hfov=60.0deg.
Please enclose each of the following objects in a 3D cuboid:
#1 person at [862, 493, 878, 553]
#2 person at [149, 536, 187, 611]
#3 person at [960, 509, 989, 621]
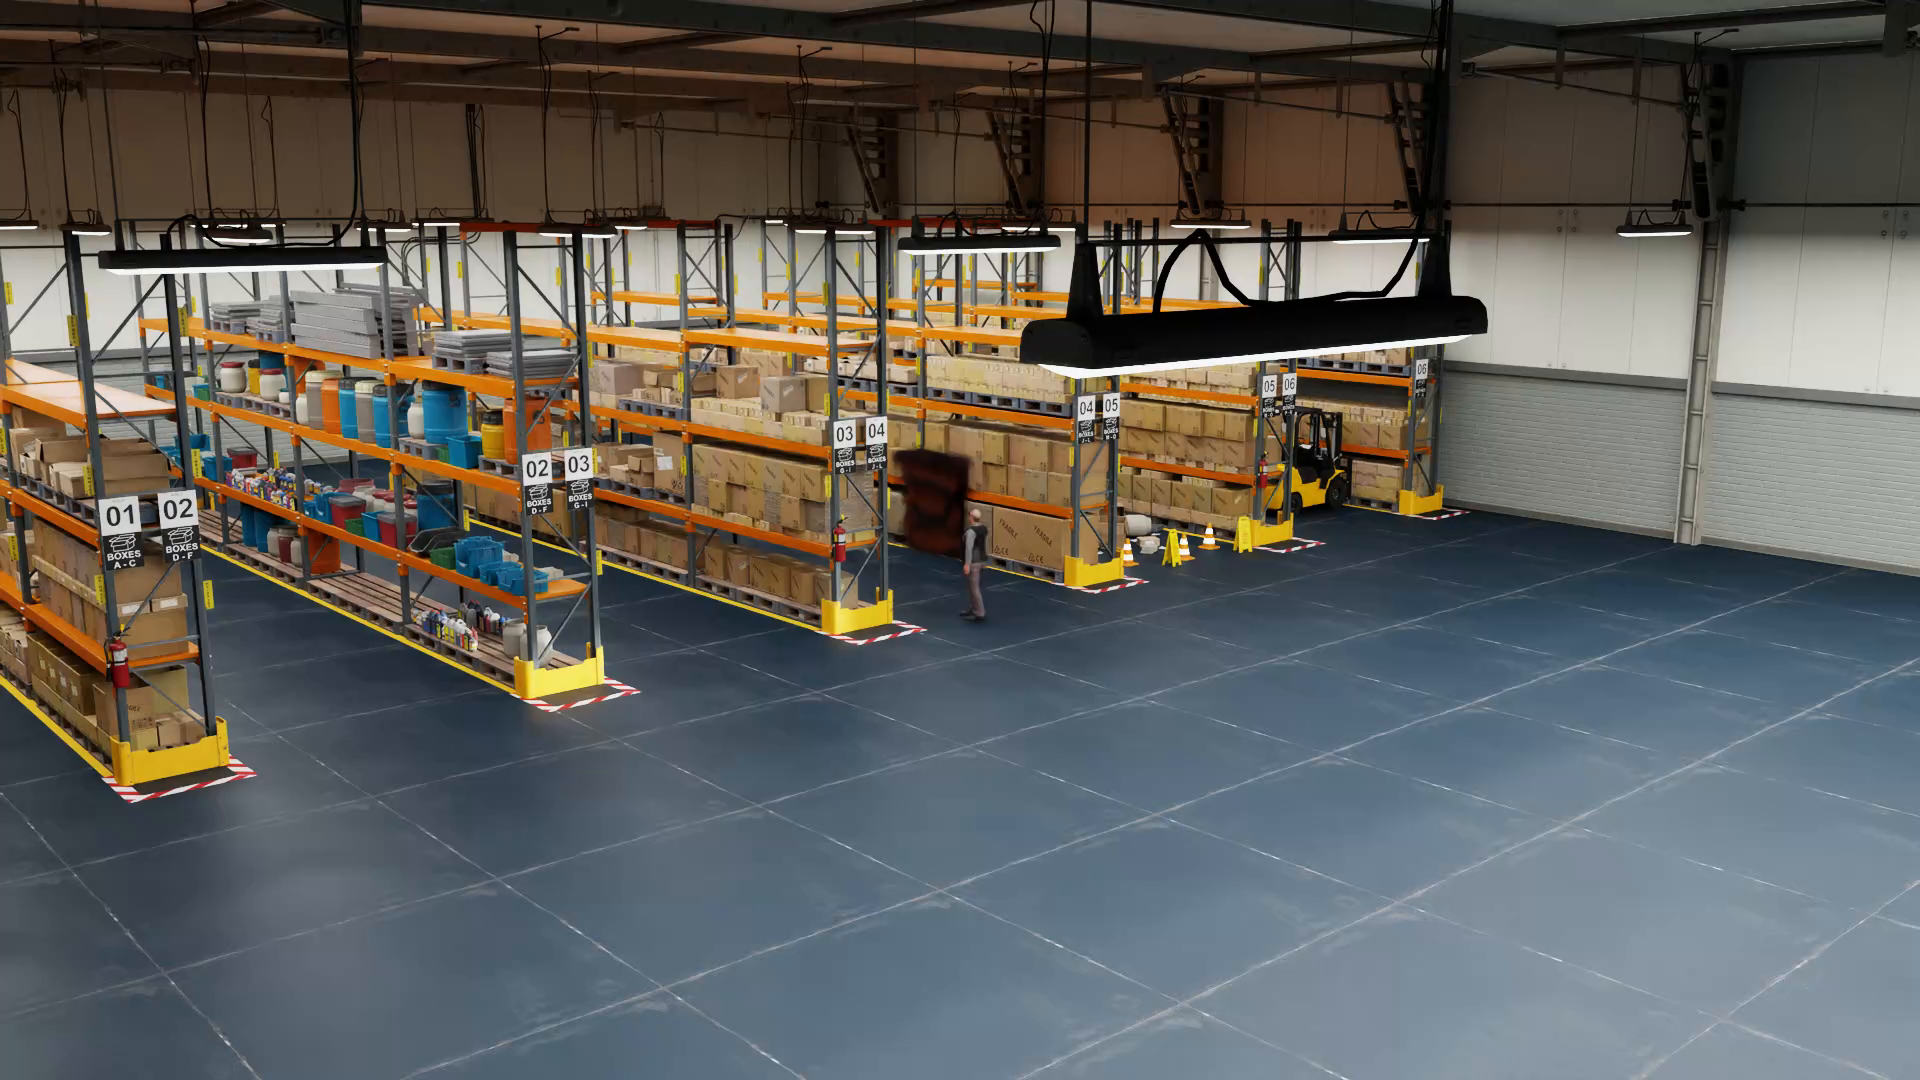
[{"bbox_3d":[-1.819,-0.679,29.628,0.755,1.709,0.956,-10,15,-42],"label":"person"},{"bbox_3d":[-12.578,0.253,26.133,0.494,1.732,1.067,-10,15,-40],"label":"person"},{"bbox_3d":[0.173,0.372,25.680,0.550,1.732,0.548,8,14,33],"label":"person"}]
